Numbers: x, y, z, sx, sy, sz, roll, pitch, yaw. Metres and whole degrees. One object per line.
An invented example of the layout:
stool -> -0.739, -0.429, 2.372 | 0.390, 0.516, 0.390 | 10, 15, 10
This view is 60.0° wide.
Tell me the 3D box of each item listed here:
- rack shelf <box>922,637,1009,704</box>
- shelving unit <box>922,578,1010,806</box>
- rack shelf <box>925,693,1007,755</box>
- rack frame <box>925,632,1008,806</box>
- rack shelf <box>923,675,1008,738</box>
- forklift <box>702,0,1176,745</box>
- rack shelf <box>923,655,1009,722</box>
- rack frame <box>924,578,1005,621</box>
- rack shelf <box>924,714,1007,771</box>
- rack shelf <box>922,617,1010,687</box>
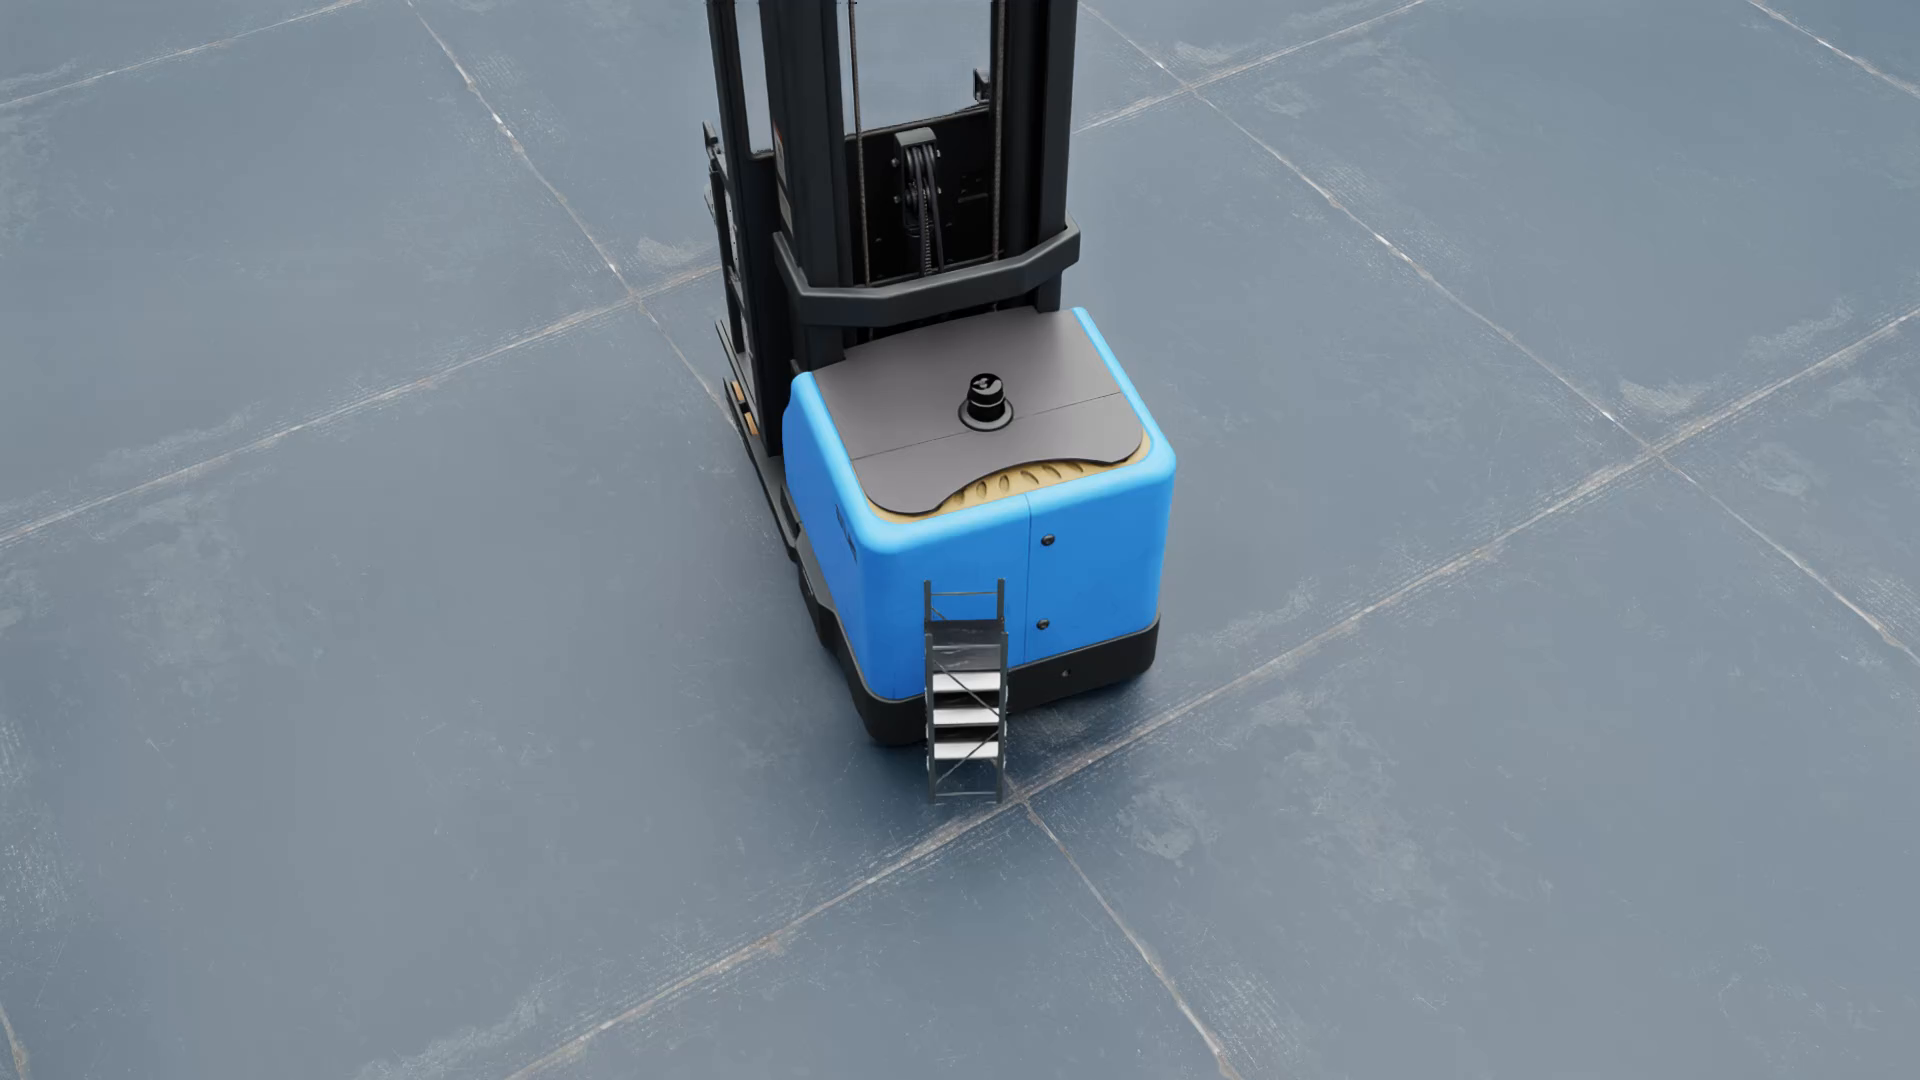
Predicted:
rack shelf -> 0.016, 0.397, 5.098 | 0.258, 0.077, 0.200 | -1, 48, -1
shelving unit -> 0.016, 0.494, 5.207 | 0.258, 0.900, 0.210 | -1, 48, -1
rack shelf -> 0.016, 0.576, 5.299 | 0.258, 0.077, 0.200 | -1, 48, -1
rack frame -> 0.020, 0.570, 5.140 | 0.240, 0.900, 0.006 | -1, 48, -1
rack shelf -> 0.016, 0.516, 5.232 | 0.258, 0.077, 0.200 | -1, 48, -1
forklift -> -0.299, -1.416, 5.548 | 1.130, 2.935, 3.031 | -15, 50, -13
rack shelf -> 0.016, 0.456, 5.165 | 0.258, 0.077, 0.200 | -1, 48, -1
rack frame -> 0.013, 0.418, 5.275 | 0.240, 0.900, 0.006 | -1, 48, -1
rack shelf -> 0.016, 0.636, 5.367 | 0.258, 0.077, 0.200 | -1, 48, -1
rack shelf -> 0.016, 0.337, 5.031 | 0.258, 0.077, 0.200 | -1, 48, -1
